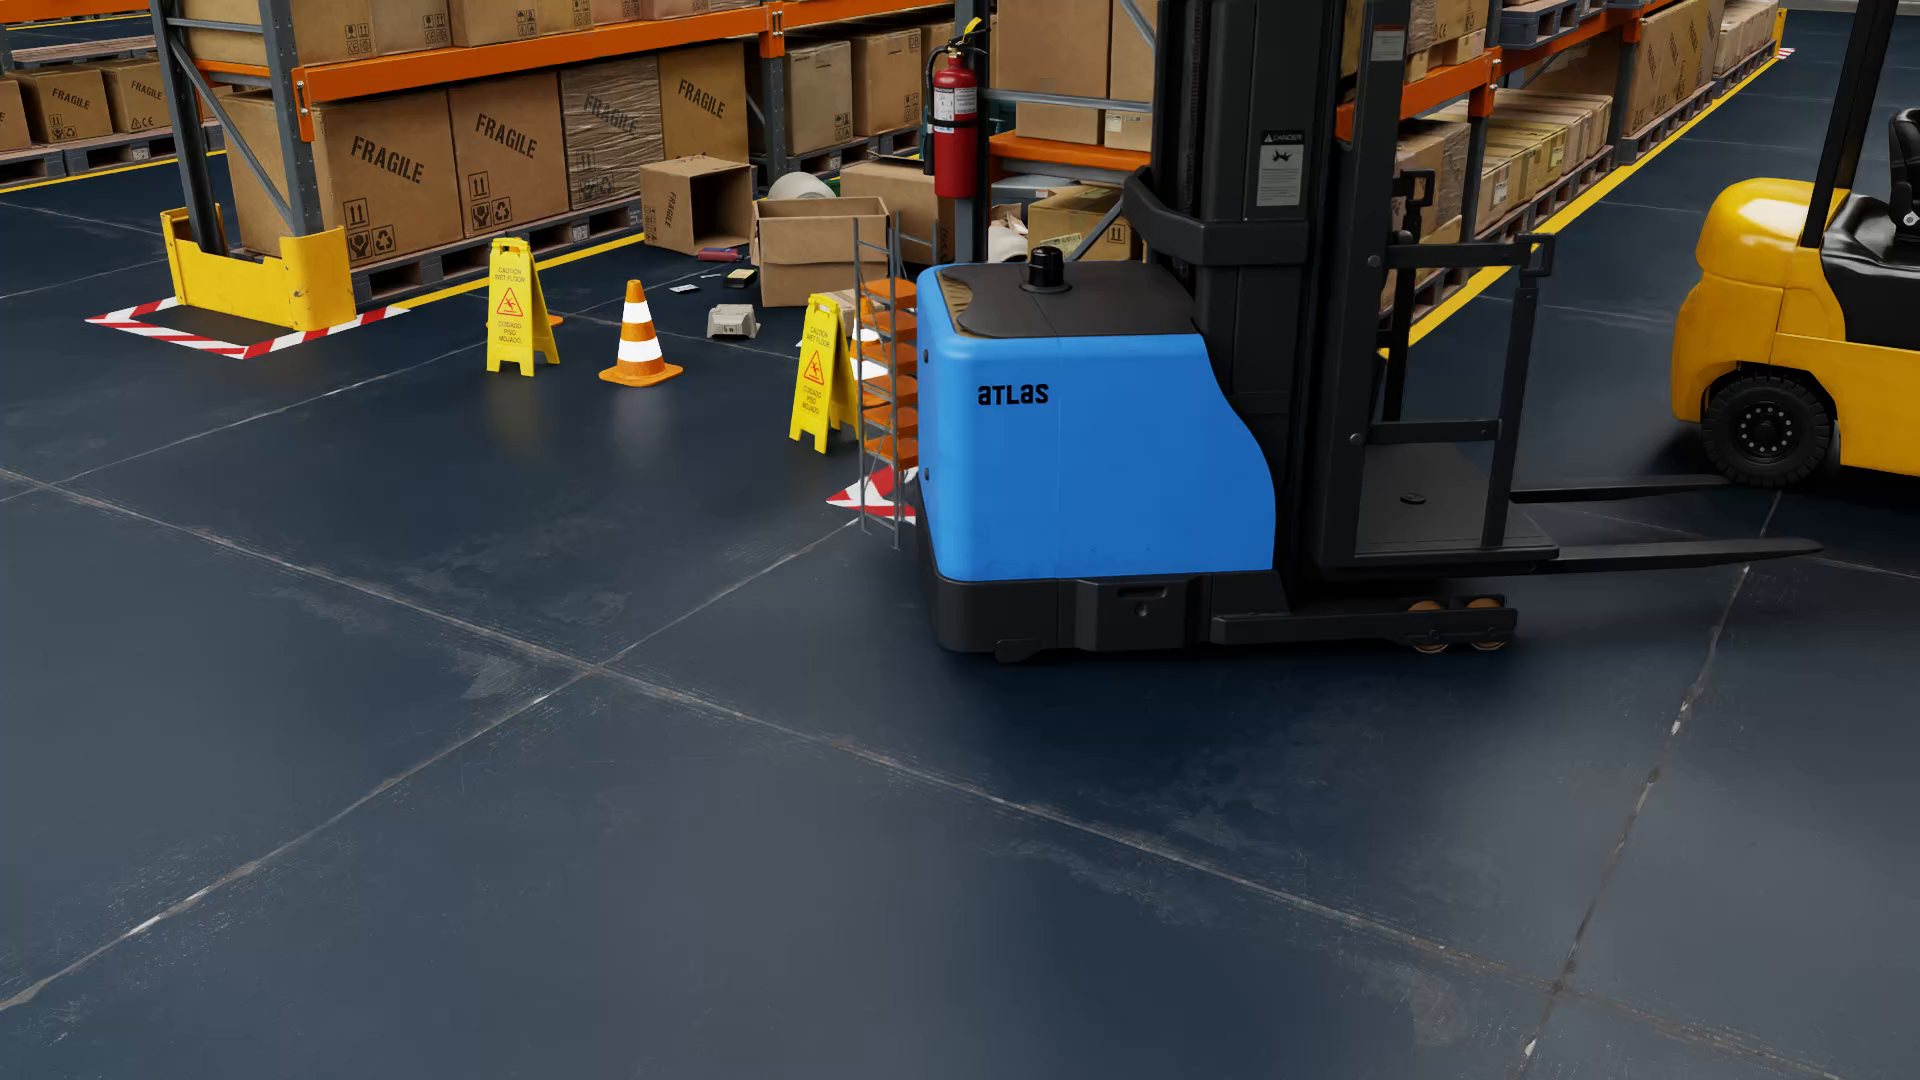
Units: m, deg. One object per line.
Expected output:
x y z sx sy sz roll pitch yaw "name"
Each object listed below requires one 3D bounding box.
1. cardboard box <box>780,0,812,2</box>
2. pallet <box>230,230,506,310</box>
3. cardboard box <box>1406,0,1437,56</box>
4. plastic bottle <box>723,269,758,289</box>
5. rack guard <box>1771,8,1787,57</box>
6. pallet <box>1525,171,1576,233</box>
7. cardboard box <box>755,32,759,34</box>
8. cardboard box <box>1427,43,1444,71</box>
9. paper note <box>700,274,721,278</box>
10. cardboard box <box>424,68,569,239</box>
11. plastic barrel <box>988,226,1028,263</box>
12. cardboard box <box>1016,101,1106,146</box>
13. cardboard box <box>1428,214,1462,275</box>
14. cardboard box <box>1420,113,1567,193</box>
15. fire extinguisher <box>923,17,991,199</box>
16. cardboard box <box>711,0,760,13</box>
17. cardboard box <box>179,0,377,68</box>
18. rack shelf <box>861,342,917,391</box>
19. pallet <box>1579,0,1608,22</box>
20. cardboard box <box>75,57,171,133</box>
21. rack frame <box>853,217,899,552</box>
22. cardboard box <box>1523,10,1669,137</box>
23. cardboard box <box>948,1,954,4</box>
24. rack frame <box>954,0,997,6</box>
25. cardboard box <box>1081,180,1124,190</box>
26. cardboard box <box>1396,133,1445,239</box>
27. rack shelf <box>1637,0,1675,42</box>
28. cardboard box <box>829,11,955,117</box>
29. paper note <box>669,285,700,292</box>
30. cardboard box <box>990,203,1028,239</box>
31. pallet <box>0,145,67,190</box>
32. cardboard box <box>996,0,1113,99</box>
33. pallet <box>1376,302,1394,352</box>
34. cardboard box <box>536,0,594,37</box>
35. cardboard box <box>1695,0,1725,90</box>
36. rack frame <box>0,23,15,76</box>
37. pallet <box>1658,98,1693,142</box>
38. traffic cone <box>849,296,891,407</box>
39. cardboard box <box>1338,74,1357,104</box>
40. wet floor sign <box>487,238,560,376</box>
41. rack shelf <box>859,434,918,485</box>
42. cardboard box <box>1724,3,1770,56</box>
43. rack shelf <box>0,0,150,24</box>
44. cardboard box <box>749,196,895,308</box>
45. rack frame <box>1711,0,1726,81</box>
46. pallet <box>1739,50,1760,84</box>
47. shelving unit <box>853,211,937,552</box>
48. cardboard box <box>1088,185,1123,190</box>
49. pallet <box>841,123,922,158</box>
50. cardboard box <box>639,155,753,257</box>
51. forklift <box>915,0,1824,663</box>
-1.207 -4.173 11.988 0.500 0.500 0.500 14 27 30 "cardboard box"
-3.468 -1.662 9.824 1.003 0.211 1.213 14 27 29 "pallet"
1.987 -2.632 8.053 0.500 0.500 0.500 15 27 30 "cardboard box"
-1.274 -1.536 9.722 0.133 0.061 0.283 5 24 11 "plastic bottle"
8.888 -5.914 19.281 1.175 0.500 0.348 14 27 29 "rack guard"
3.597 -2.399 11.527 1.003 0.211 1.213 14 27 29 "pallet"
-2.905 -6.175 18.884 1.225 0.875 0.875 14 27 29 "cardboard box"
2.305 -2.558 8.699 0.380 0.149 0.250 14 27 29 "cardboard box"
-1.476 -1.566 9.854 0.123 0.001 0.032 -12 26 -26 "paper note"
-3.059 -2.414 10.196 0.875 0.875 0.875 13 27 28 "cardboard box"
0.239 -1.485 9.147 0.421 0.421 0.512 -7 24 -17 "plastic barrel"
0.451 -1.708 6.737 0.380 0.149 0.250 15 28 31 "cardboard box"
2.462 -1.678 9.282 0.500 0.250 0.500 15 28 31 "cardboard box"
3.561 -2.645 11.364 0.950 0.372 0.625 15 28 31 "cardboard box"
-0.017 -1.675 6.441 0.296 0.674 0.183 14 27 29 "fire extinguisher"
-1.898 -3.948 11.405 0.875 0.550 0.550 14 27 29 "cardboard box"
-3.666 -2.859 8.891 0.875 0.550 0.550 14 27 29 "cardboard box"
-0.227 -0.637 6.022 0.180 0.103 0.258 -17 29 -34 "rack shelf"
3.646 -3.588 11.004 1.003 0.211 1.213 14 27 29 "pallet"
-6.675 -3.577 13.356 0.500 0.500 0.500 11 26 24 "cardboard box"
-0.300 -0.546 6.001 0.006 1.200 0.240 -17 29 -34 "rack frame"
5.090 -3.786 13.366 0.875 0.875 0.875 14 27 28 "cardboard box"
-0.294 -7.807 22.655 0.875 0.875 0.875 14 27 29 "cardboard box"
0.397 -5.356 14.846 1.000 3.000 0.127 14 27 29 "rack frame"
0.773 -1.688 7.546 0.380 0.149 0.250 15 27 30 "cardboard box"
2.194 -1.850 8.736 0.500 0.500 0.500 14 27 30 "cardboard box"
5.710 -4.698 14.231 1.077 0.370 4.000 14 27 29 "rack shelf"
-0.459 -4.034 14.095 1.050 0.750 0.750 14 27 30 "cardboard box"
-1.576 -1.452 9.568 0.142 0.017 0.144 -17 29 -35 "paper note"
0.292 -1.923 10.357 0.258 0.266 0.396 -3 24 -7 "cardboard box"
-7.485 -2.742 12.319 1.003 0.211 1.213 14 27 29 "pallet"
0.487 -2.076 6.769 0.500 0.500 0.500 13 27 28 "cardboard box"
1.578 -1.076 8.469 1.003 0.211 1.213 14 27 29 "pallet"
-2.748 -3.400 10.139 0.875 0.550 0.500 14 27 29 "cardboard box"
6.506 -4.694 15.464 0.875 0.875 0.875 15 27 31 "cardboard box"
-10.082 -6.117 16.605 1.000 3.000 0.127 14 27 29 "rack frame"
5.779 -3.733 14.608 1.003 0.211 1.213 14 27 29 "pallet"
-0.434 -0.904 7.756 0.336 0.463 0.334 14 27 29 "traffic cone"
1.654 -2.124 7.698 0.380 0.149 0.250 13 27 28 "cardboard box"
-2.157 -1.151 8.096 0.267 0.644 0.232 9 25 20 "wet floor sign"
-0.227 -0.307 6.165 0.180 0.103 0.258 -17 29 -34 "rack shelf"
8.136 -5.515 17.911 0.875 0.438 0.875 15 27 30 "cardboard box"
-6.929 -4.074 12.791 1.077 0.370 4.000 14 27 29 "rack shelf"
-0.789 -1.630 9.383 0.797 0.503 0.637 -3 24 -7 "cardboard box"
6.765 -5.703 15.648 1.000 3.000 0.127 14 27 29 "rack frame"
7.875 -5.077 17.711 1.003 0.211 1.213 14 27 29 "pallet"
-0.227 -0.568 6.052 0.189 1.200 0.258 -17 29 -34 "shelving unit"
0.909 -1.430 7.765 0.500 0.500 0.500 15 28 31 "cardboard box"
-0.728 -3.416 13.875 1.003 0.211 1.213 14 27 29 "pallet"
-1.660 -2.121 10.517 0.500 0.500 0.500 20 30 38 "cardboard box"
1.387 -1.185 5.298 3.031 2.935 1.130 -2 24 -5 "forklift"
